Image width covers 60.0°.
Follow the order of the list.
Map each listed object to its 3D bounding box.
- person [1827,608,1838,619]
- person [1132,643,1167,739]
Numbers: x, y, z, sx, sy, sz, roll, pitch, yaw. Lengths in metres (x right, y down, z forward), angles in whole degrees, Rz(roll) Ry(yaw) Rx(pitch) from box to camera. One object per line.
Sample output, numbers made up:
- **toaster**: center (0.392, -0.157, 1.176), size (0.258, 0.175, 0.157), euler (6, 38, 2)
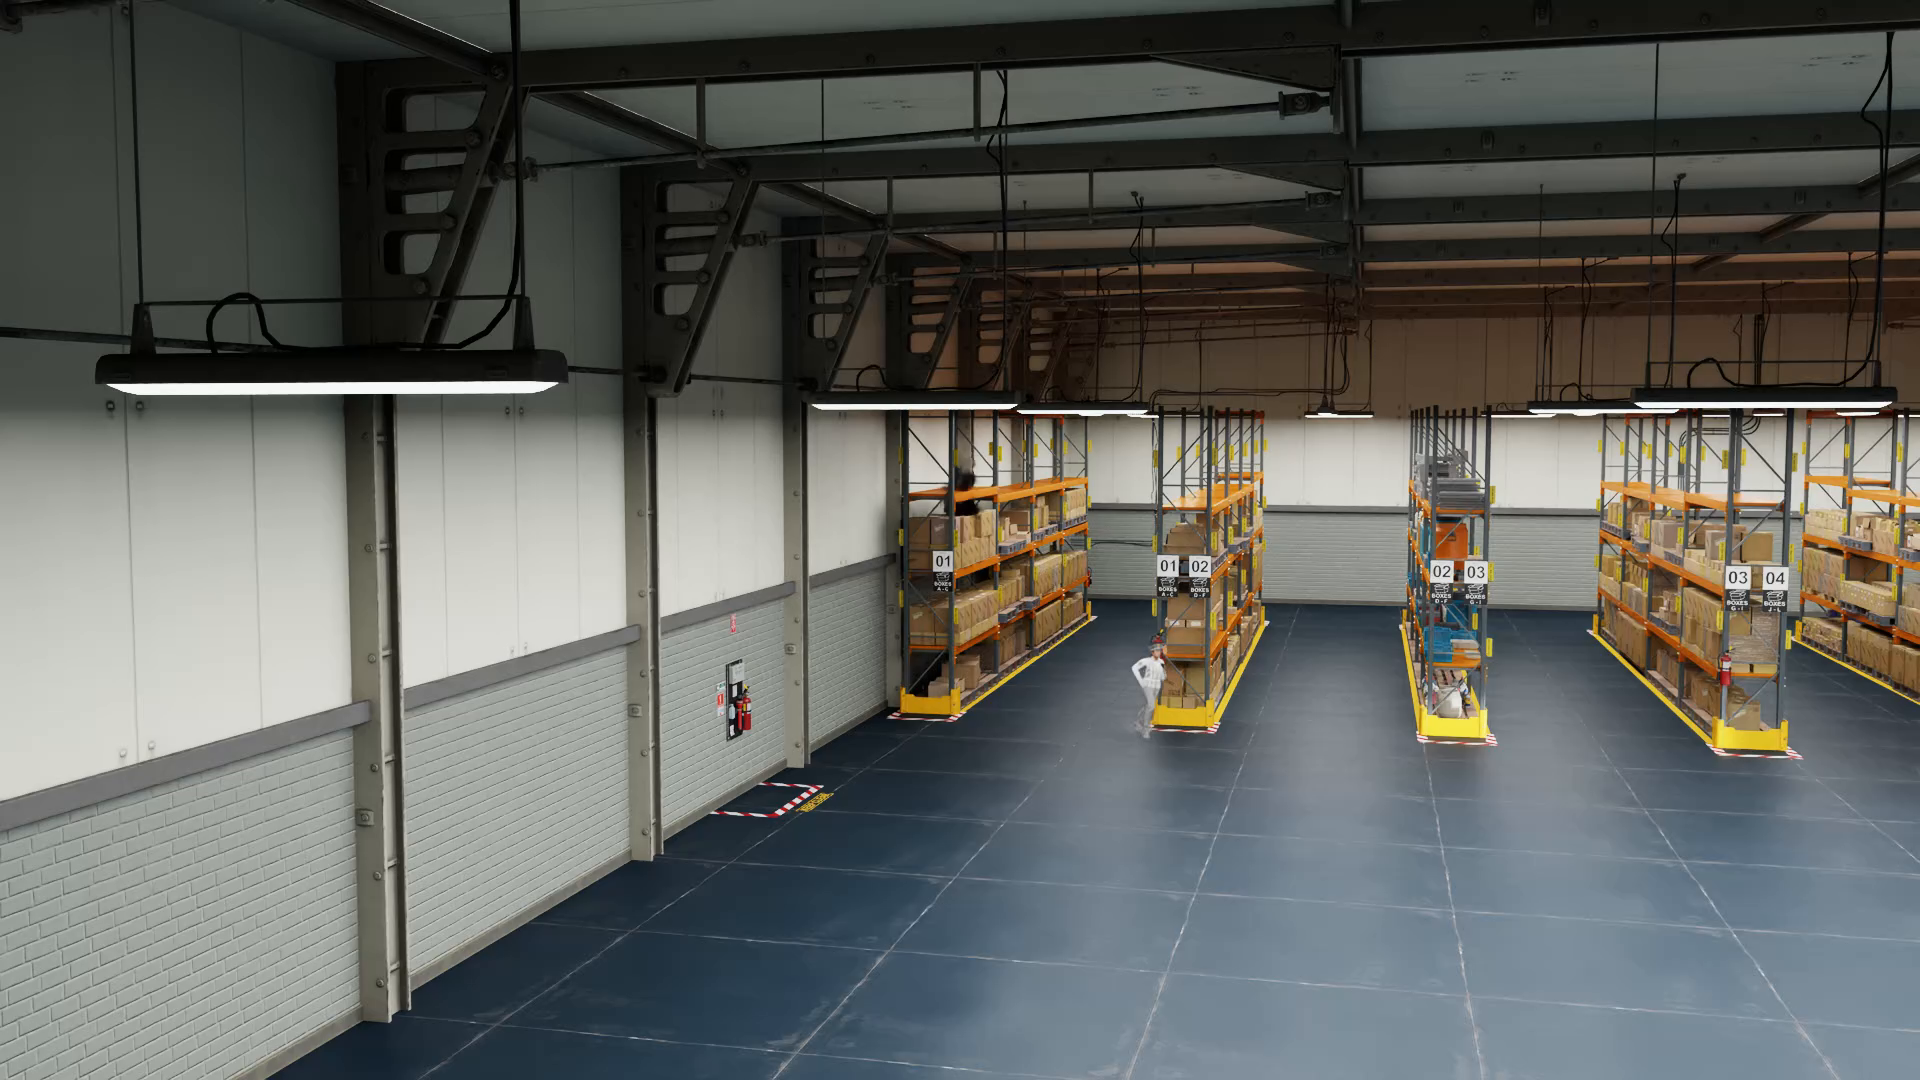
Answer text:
- **person**: center (23.396, 1.746, 44.310), size (0.565, 1.598, 0.602), euler (1, 4, 14)
- **person**: center (3.466, 2.736, 30.313), size (0.635, 1.735, 0.700), euler (-2, 5, -31)
